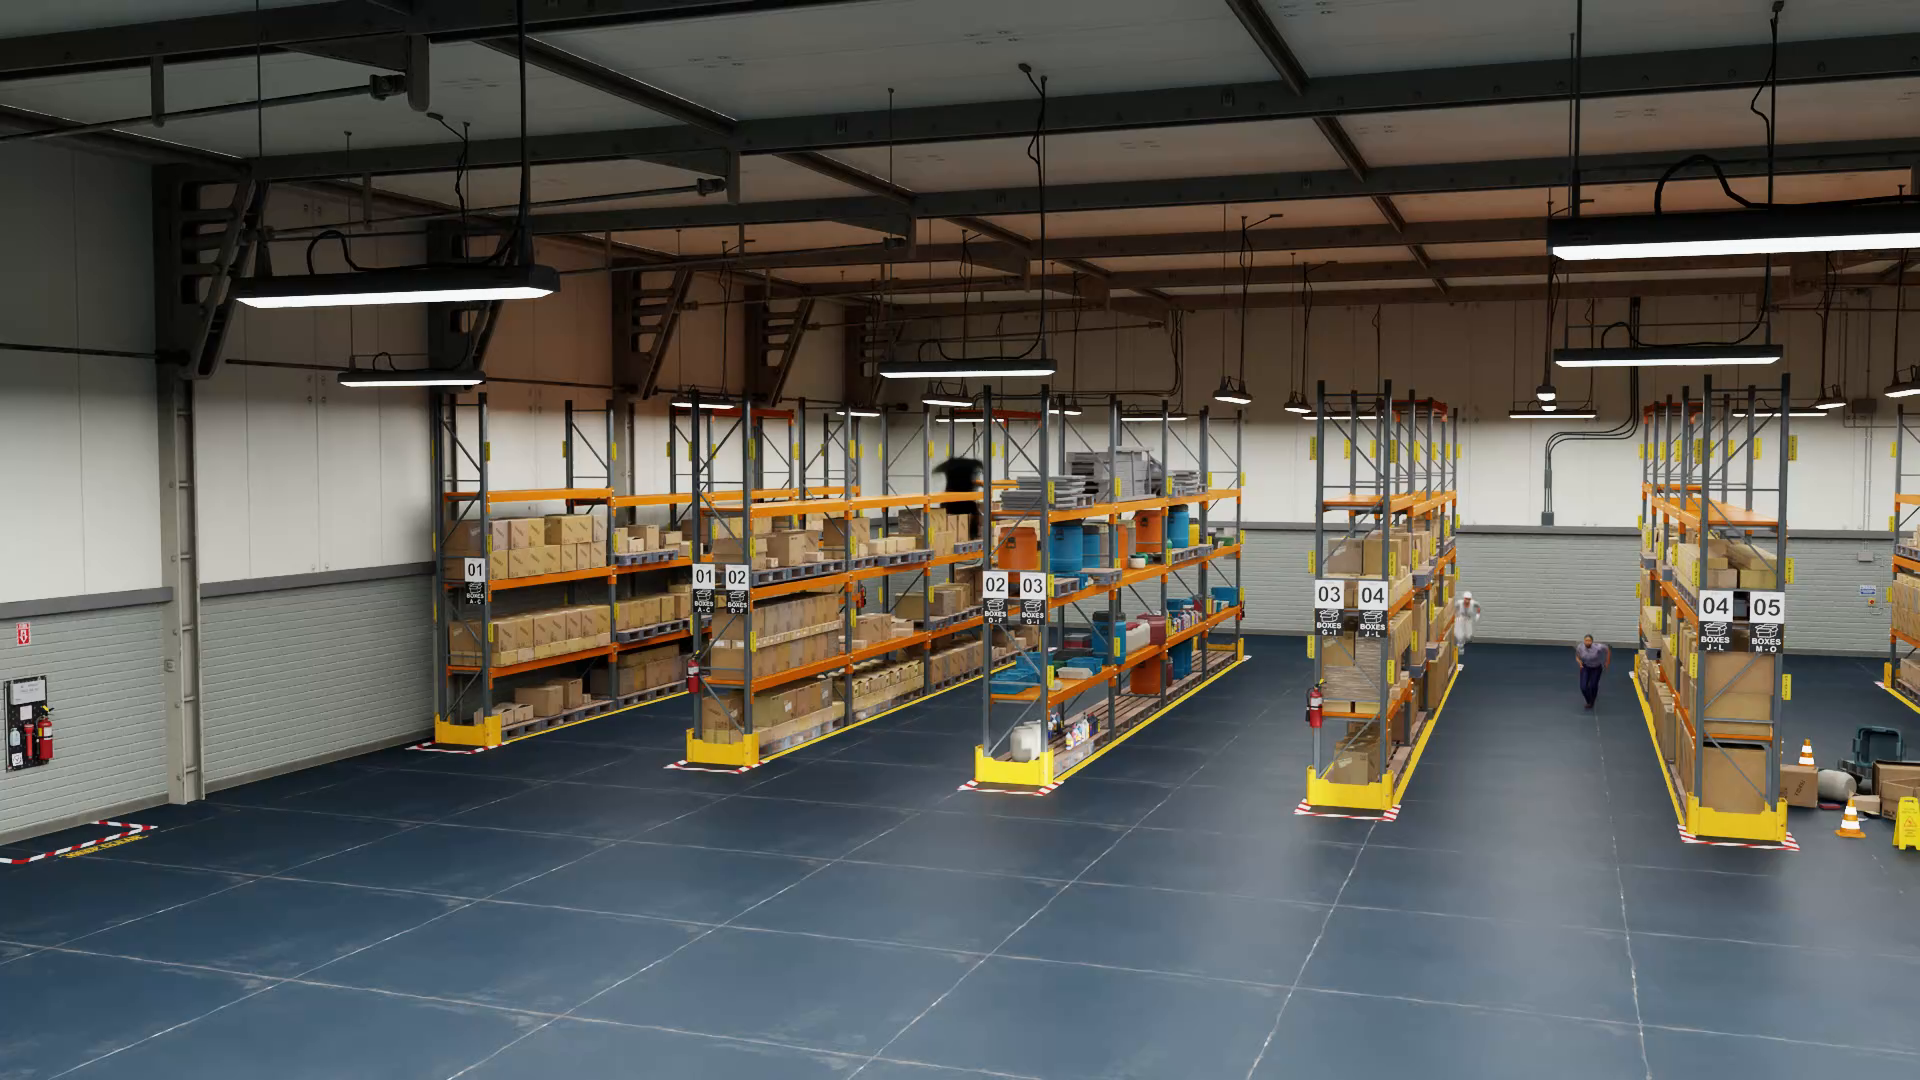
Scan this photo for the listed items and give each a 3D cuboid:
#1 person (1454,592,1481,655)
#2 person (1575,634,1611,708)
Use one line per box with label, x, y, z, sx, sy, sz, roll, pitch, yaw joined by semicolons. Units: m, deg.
person;12.392;2.045;40.666;0.698;1.592;0.816;0;3;4
person;12.253;2.547;32.222;0.634;1.489;0.753;2;3;29
